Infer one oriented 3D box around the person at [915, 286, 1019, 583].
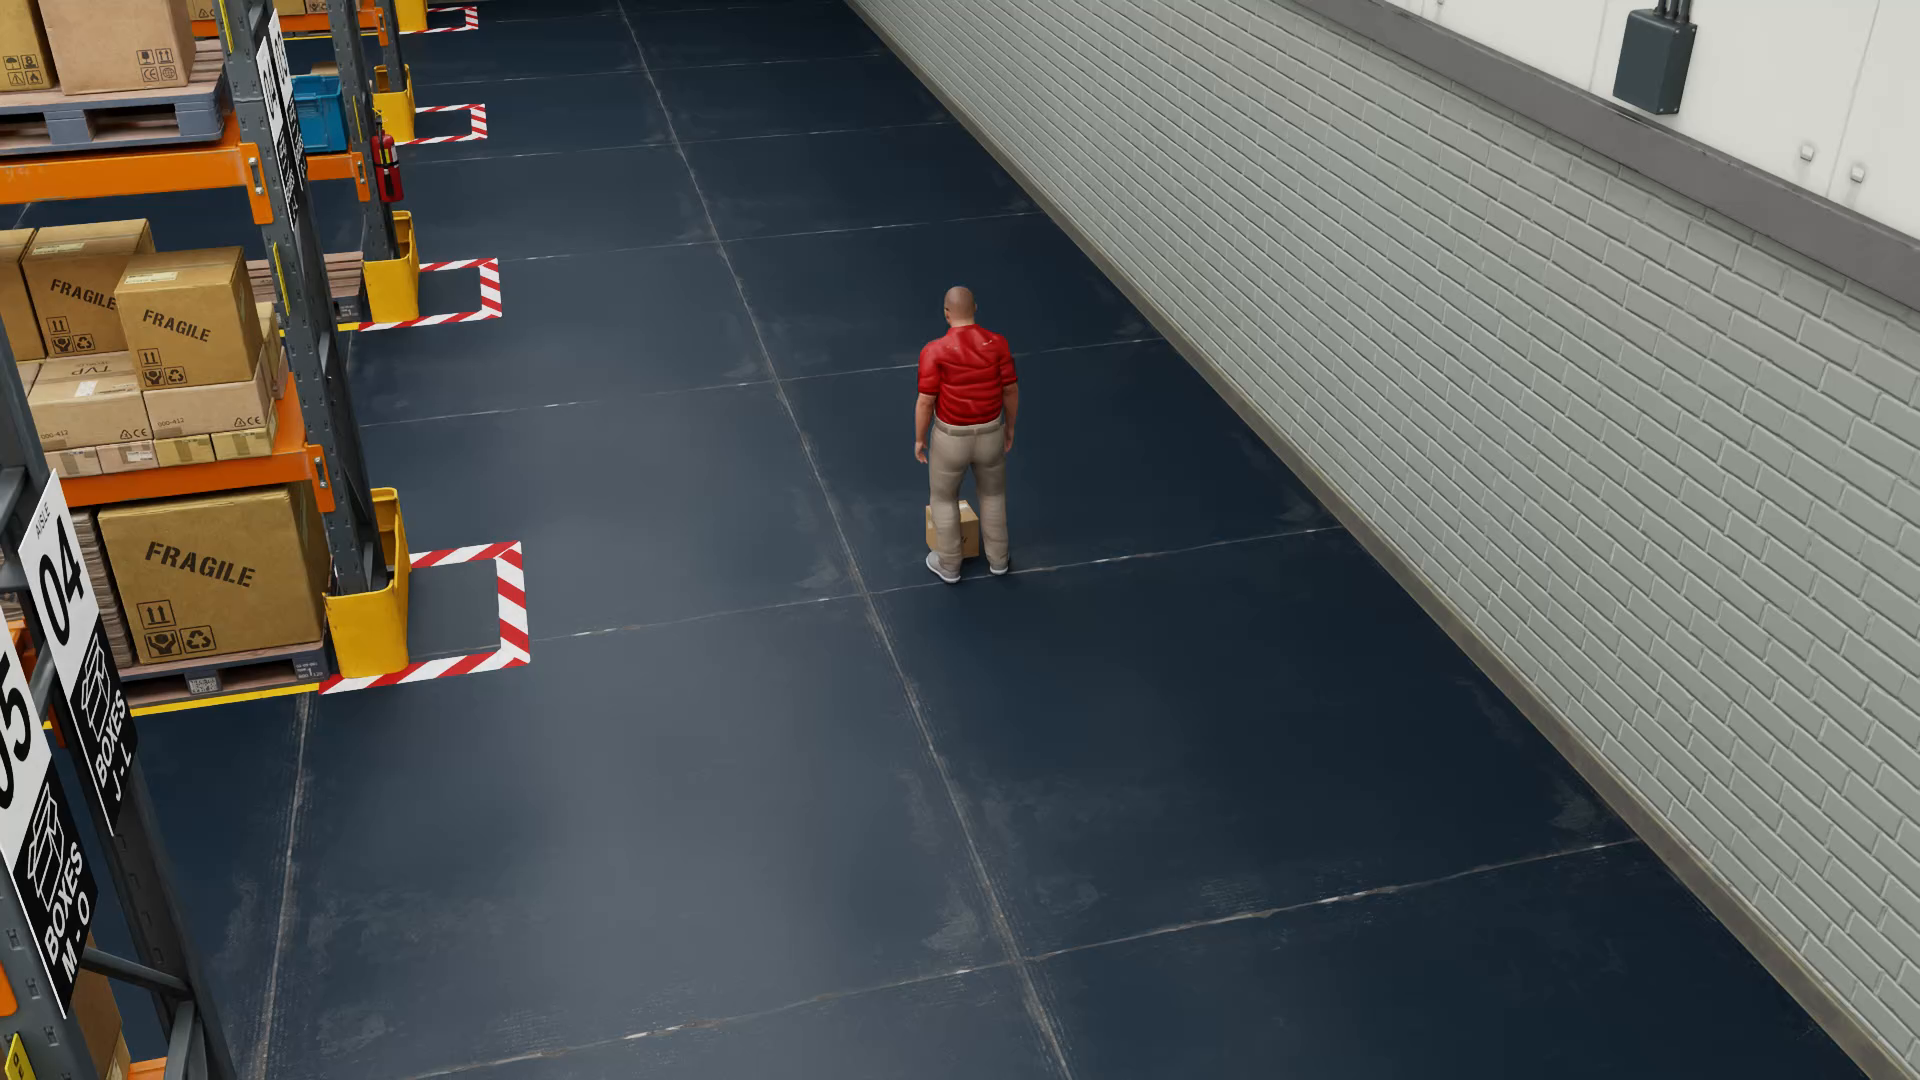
[{"bbox_3d":[0.034,-0.573,9.243,0.586,1.727,0.390,-8,31,-14],"label":"person"}]
